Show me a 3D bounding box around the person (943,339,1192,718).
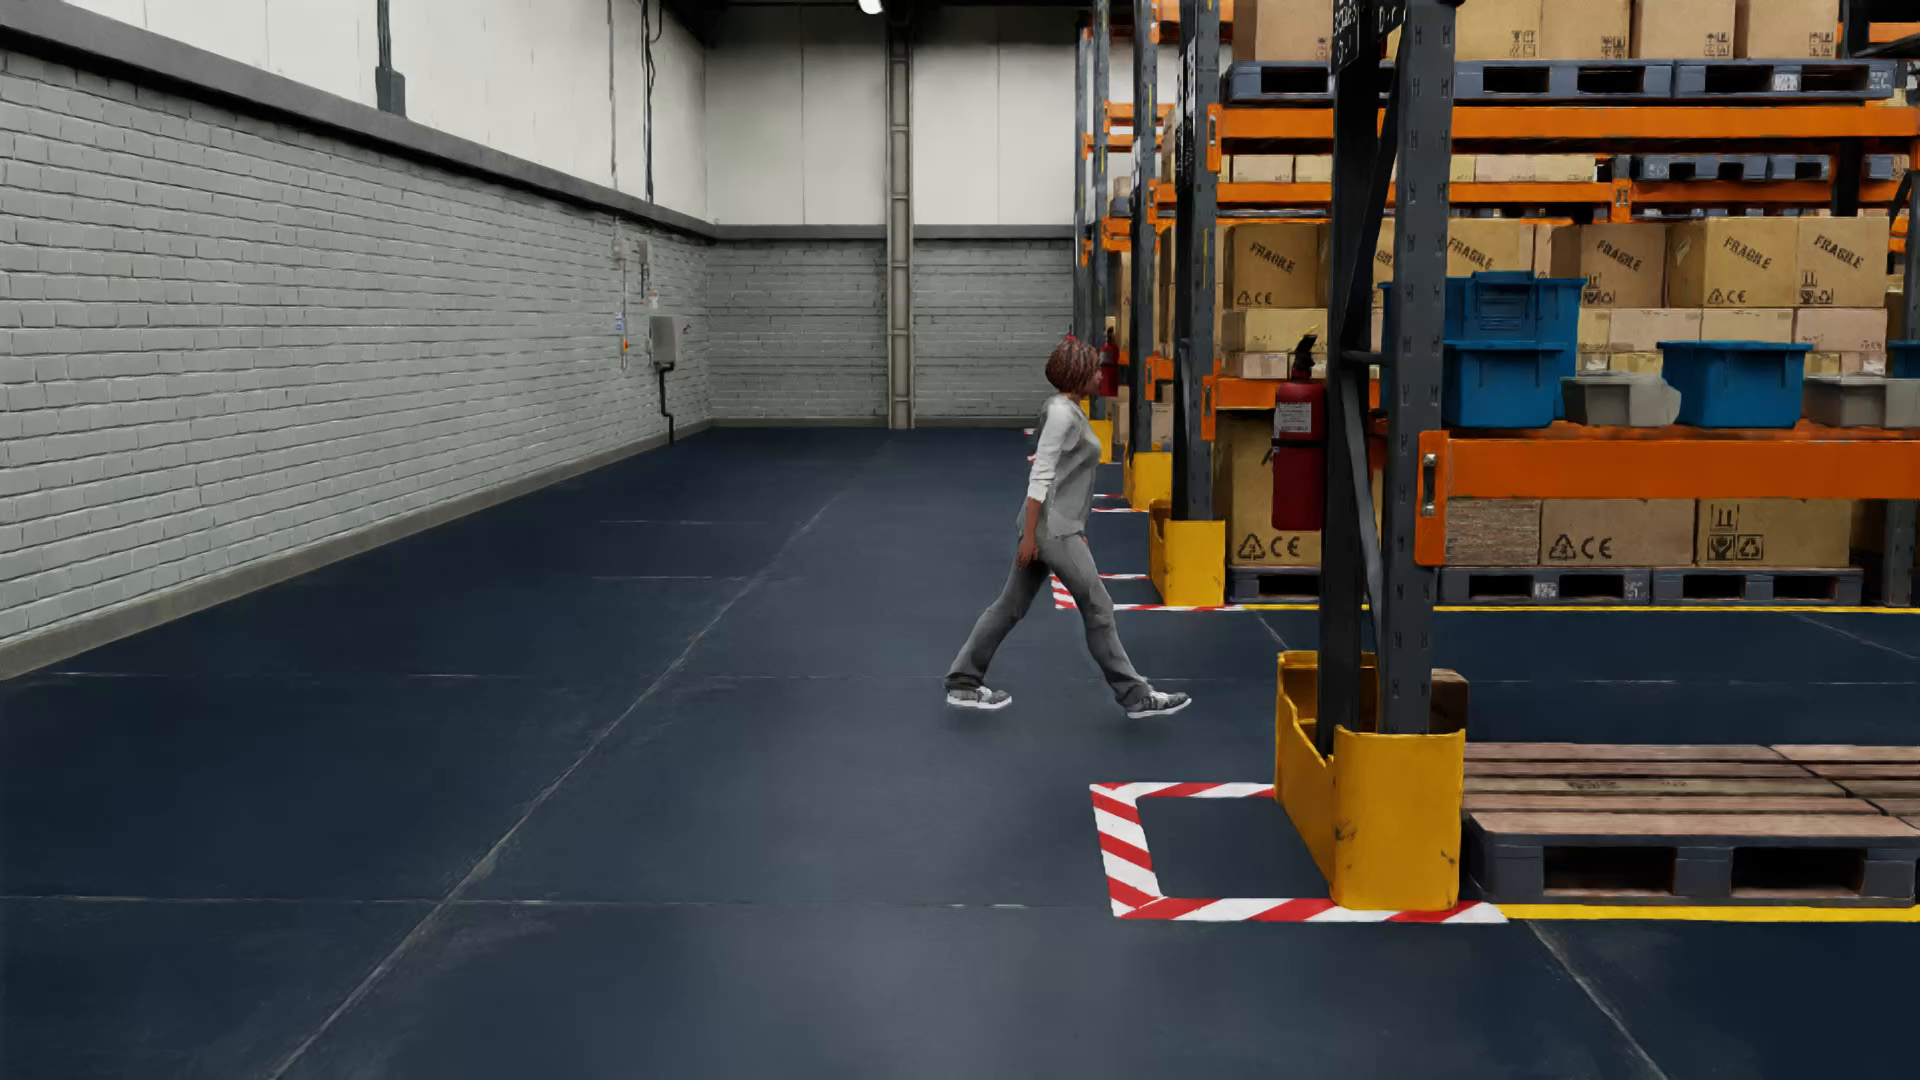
[{"bbox_3d":[0.432,-0.048,6.739,1.009,1.516,0.428,0,7,2],"label":"person"}]
